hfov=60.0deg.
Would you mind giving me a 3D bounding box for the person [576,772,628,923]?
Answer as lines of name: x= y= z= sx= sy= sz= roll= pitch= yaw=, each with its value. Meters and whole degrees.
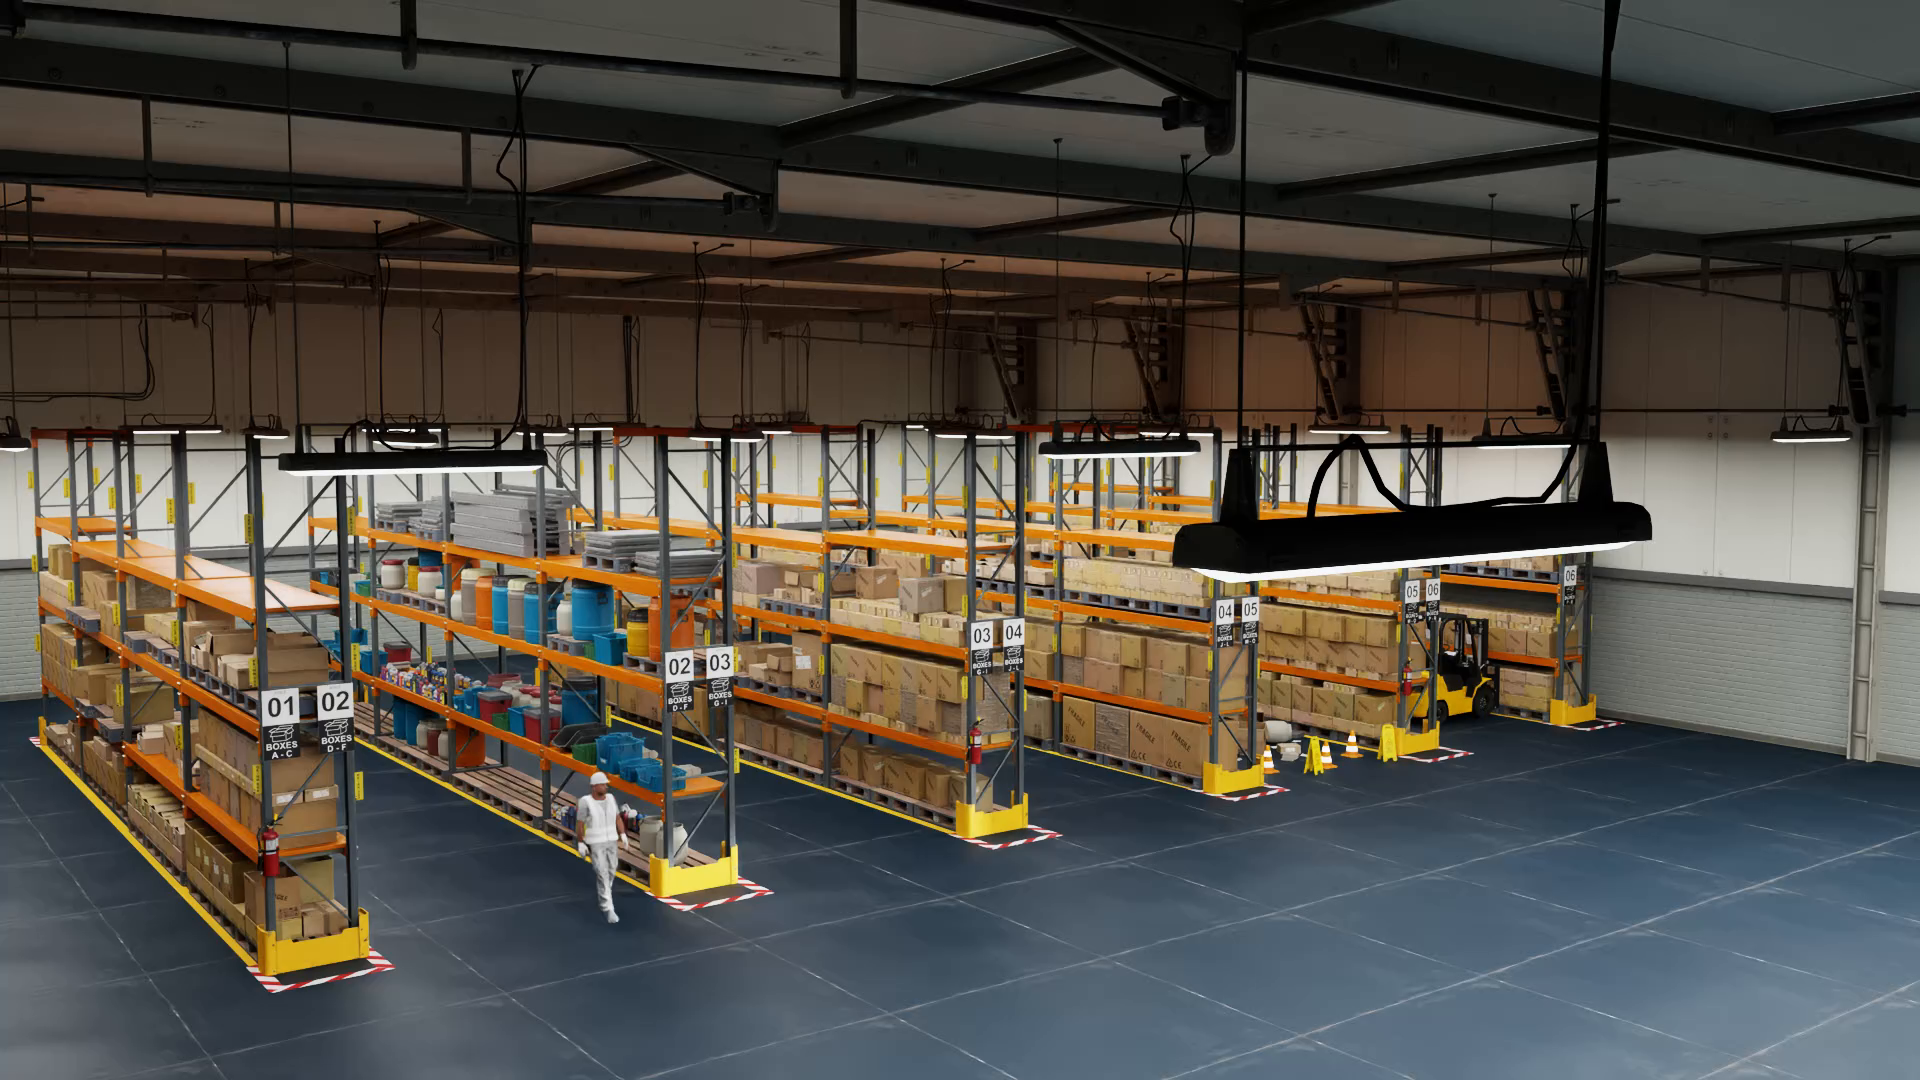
person: x=-4.385 y=3.827 z=20.793 sx=0.773 sy=1.786 sz=0.578 roll=4 pitch=6 yaw=45
